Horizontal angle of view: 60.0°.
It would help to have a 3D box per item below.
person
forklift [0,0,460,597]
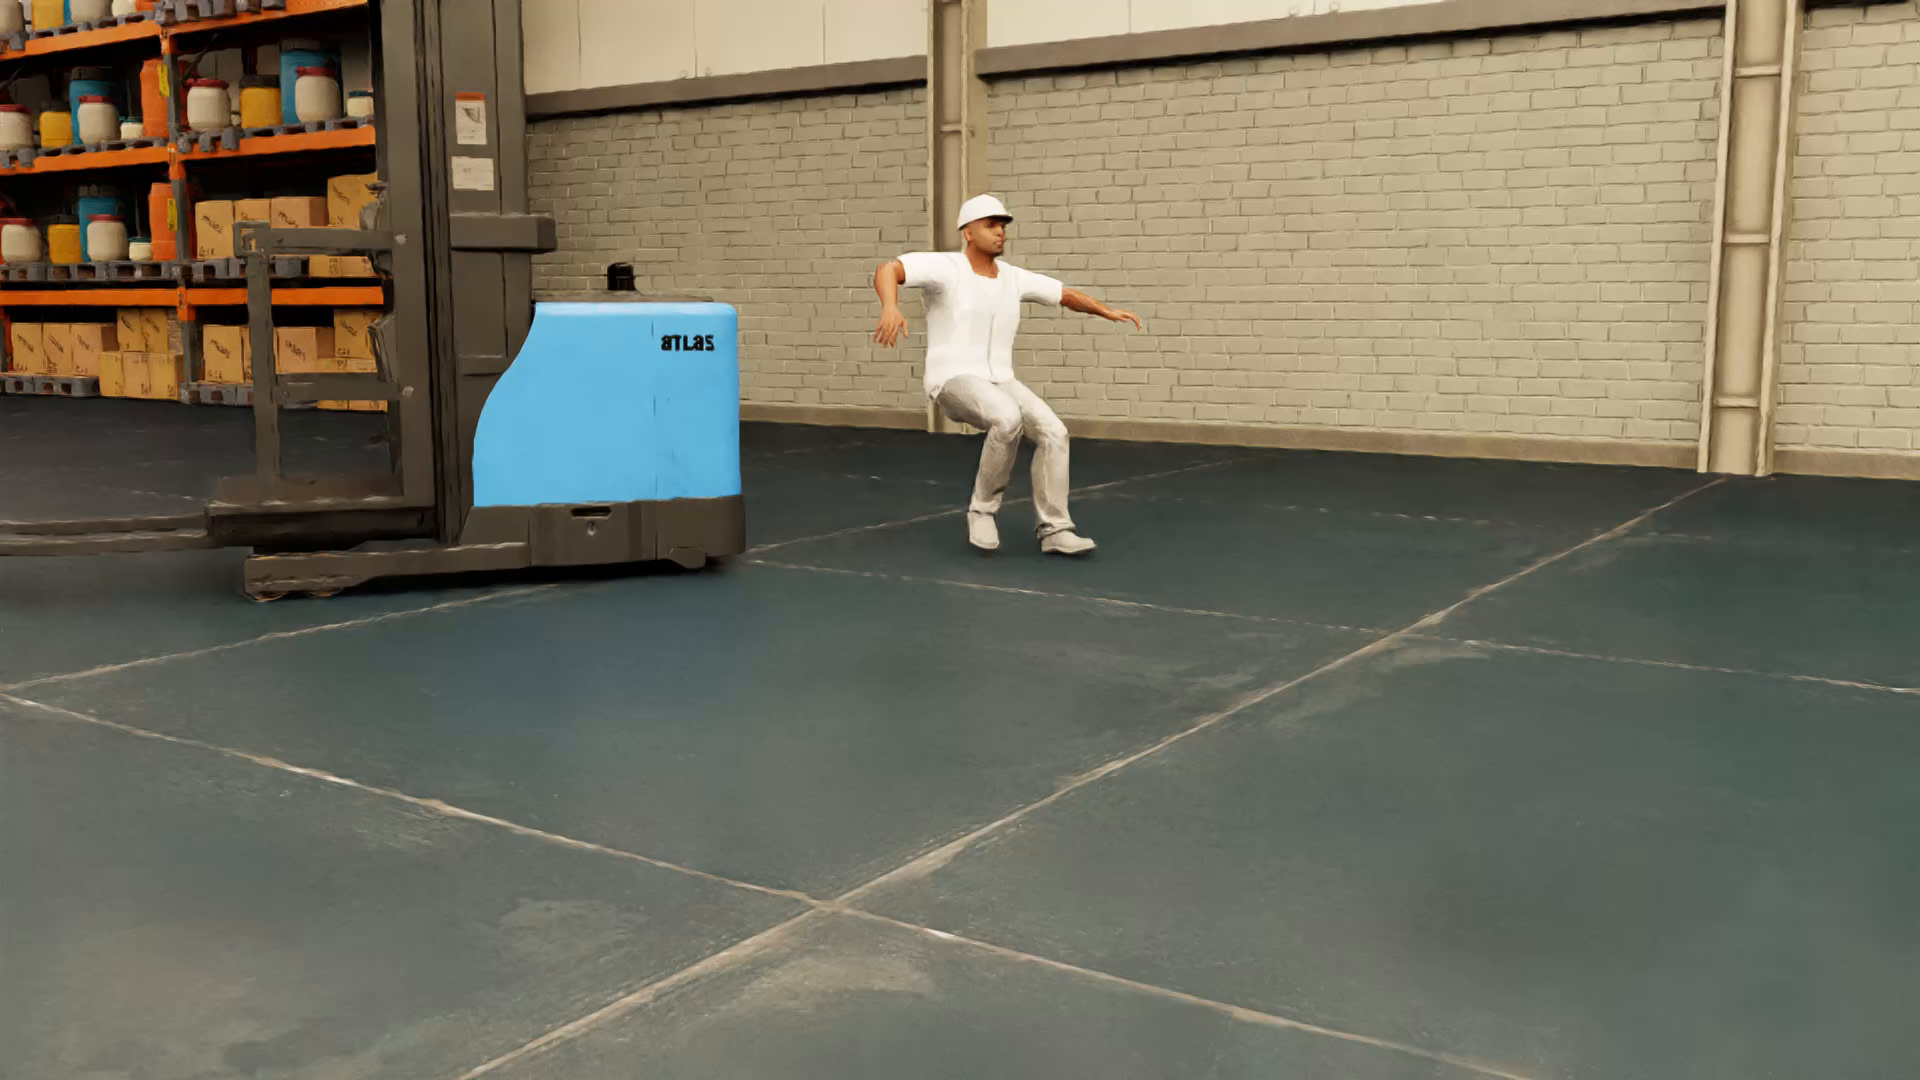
[{"bbox_3d":[0.213,-0.716,7.184,1.241,1.550,0.861,-7,11,-40],"label":"person"},{"bbox_3d":[-2.444,-1.315,6.438,3.031,2.935,1.121,-3,9,-21],"label":"forklift"}]
